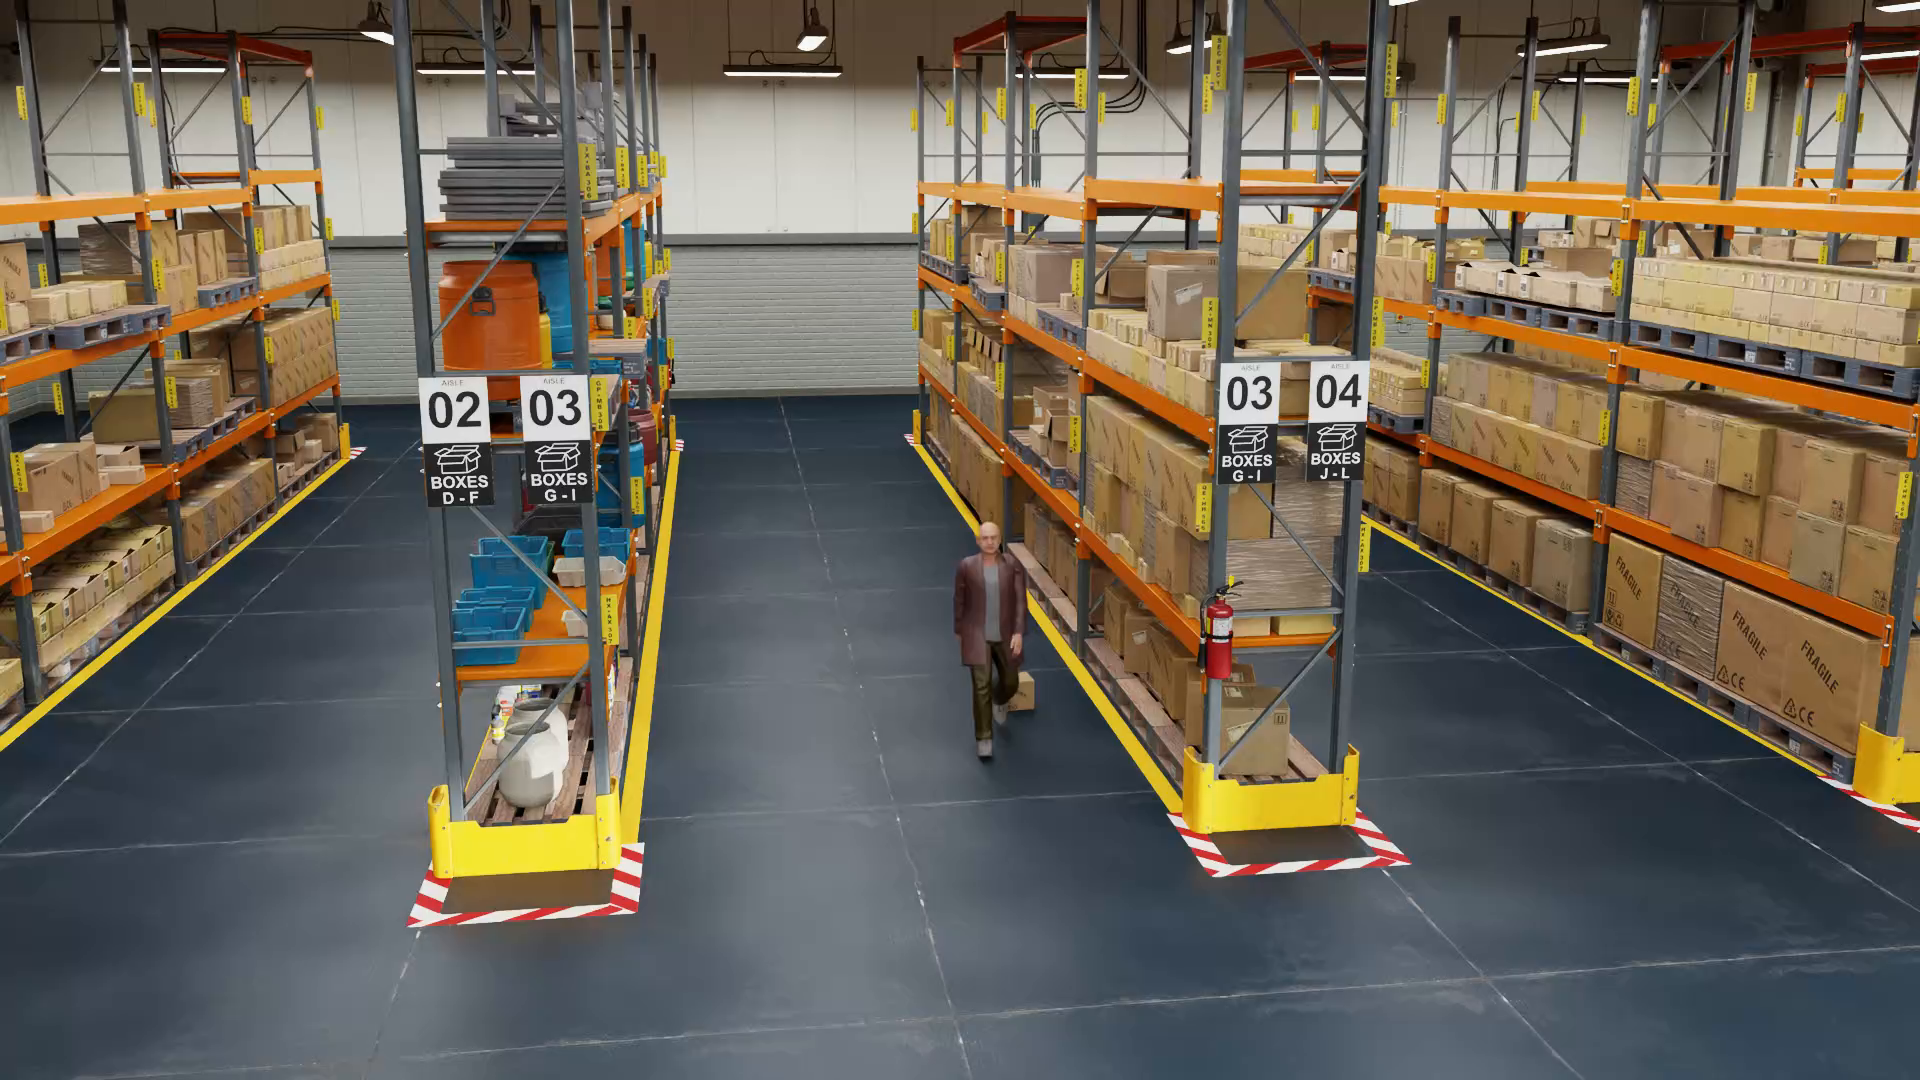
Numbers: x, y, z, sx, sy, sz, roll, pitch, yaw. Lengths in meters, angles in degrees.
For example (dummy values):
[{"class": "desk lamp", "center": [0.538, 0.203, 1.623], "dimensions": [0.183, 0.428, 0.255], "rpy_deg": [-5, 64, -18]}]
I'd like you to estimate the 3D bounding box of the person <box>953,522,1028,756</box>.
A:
[{"class": "person", "center": [0.236, 0.719, 12.851], "dimensions": [0.562, 1.748, 0.888], "rpy_deg": [-2, 13, -7]}]
